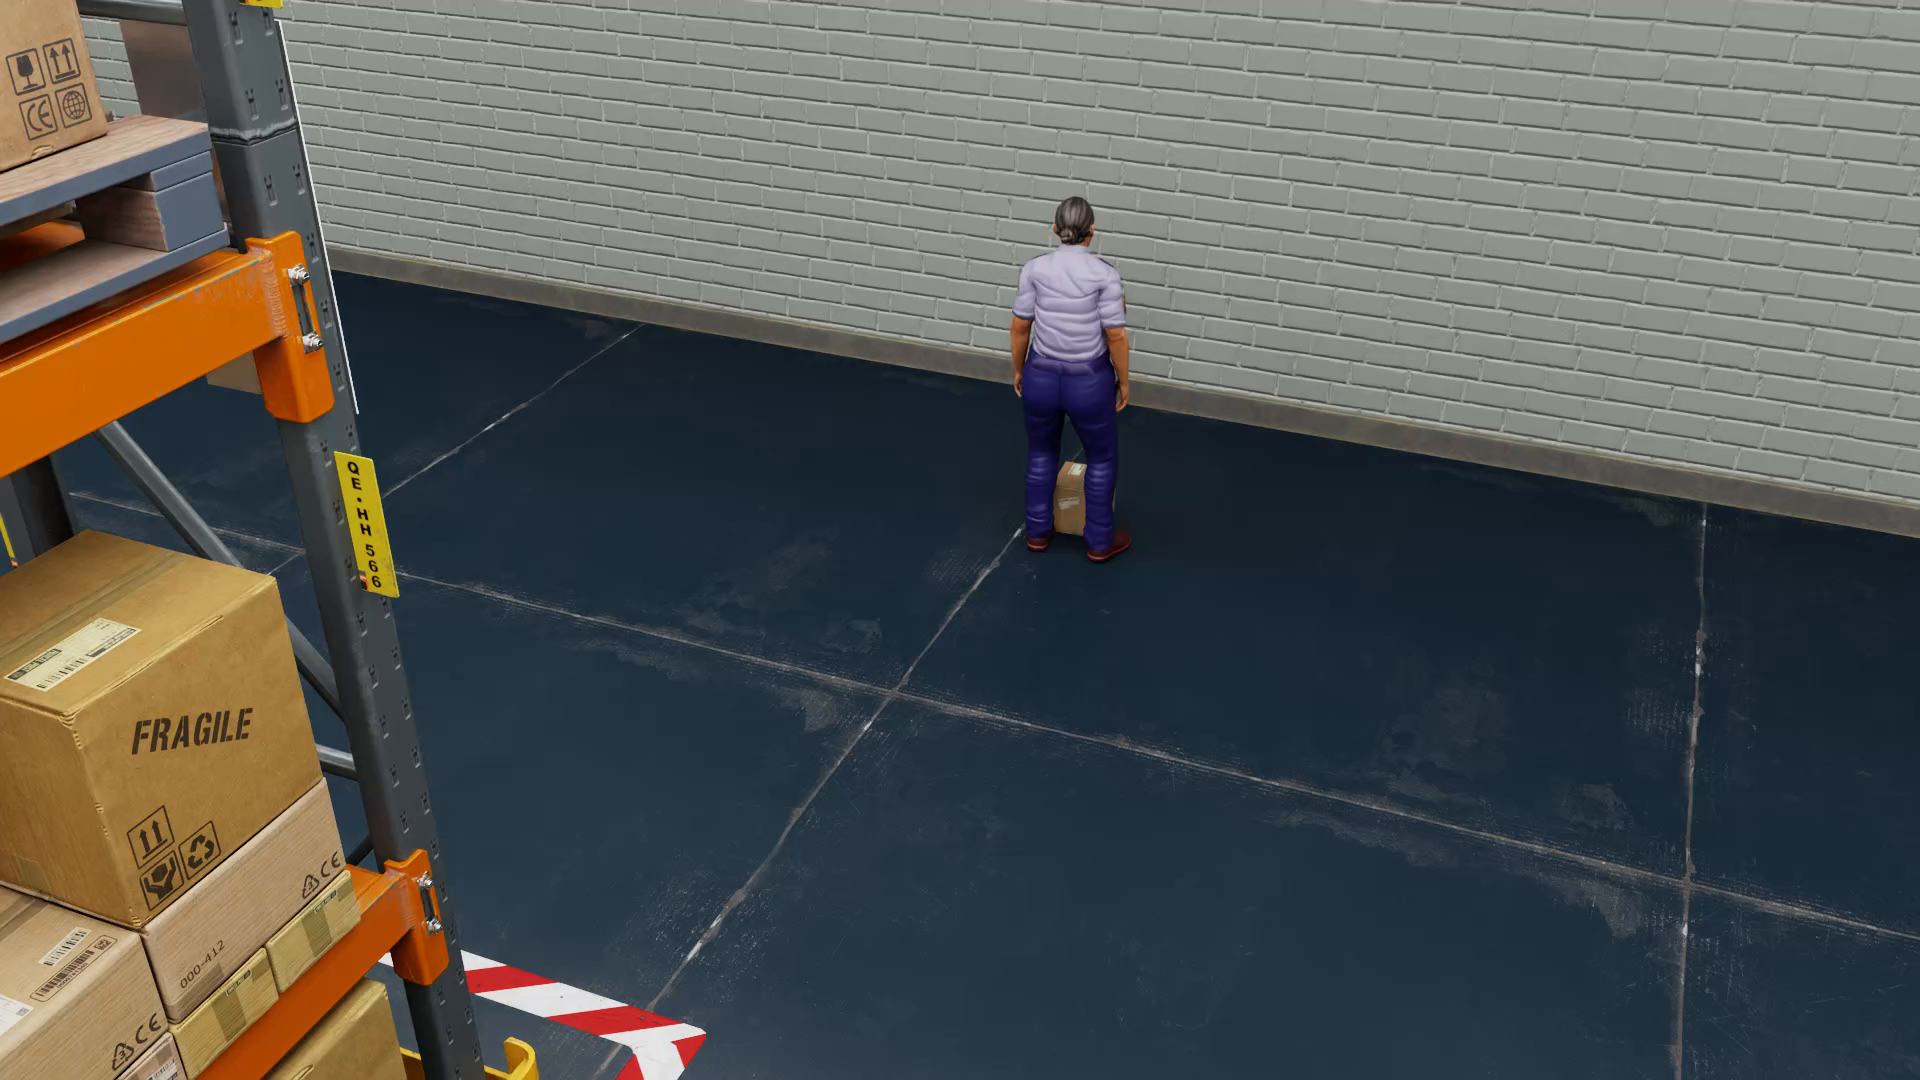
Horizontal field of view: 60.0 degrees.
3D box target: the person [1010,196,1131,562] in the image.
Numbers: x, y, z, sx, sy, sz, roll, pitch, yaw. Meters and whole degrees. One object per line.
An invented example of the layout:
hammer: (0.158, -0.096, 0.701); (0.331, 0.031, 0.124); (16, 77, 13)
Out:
person: (0.496, -0.690, 7.339); (0.563, 1.653, 0.369); (10, 31, 17)
